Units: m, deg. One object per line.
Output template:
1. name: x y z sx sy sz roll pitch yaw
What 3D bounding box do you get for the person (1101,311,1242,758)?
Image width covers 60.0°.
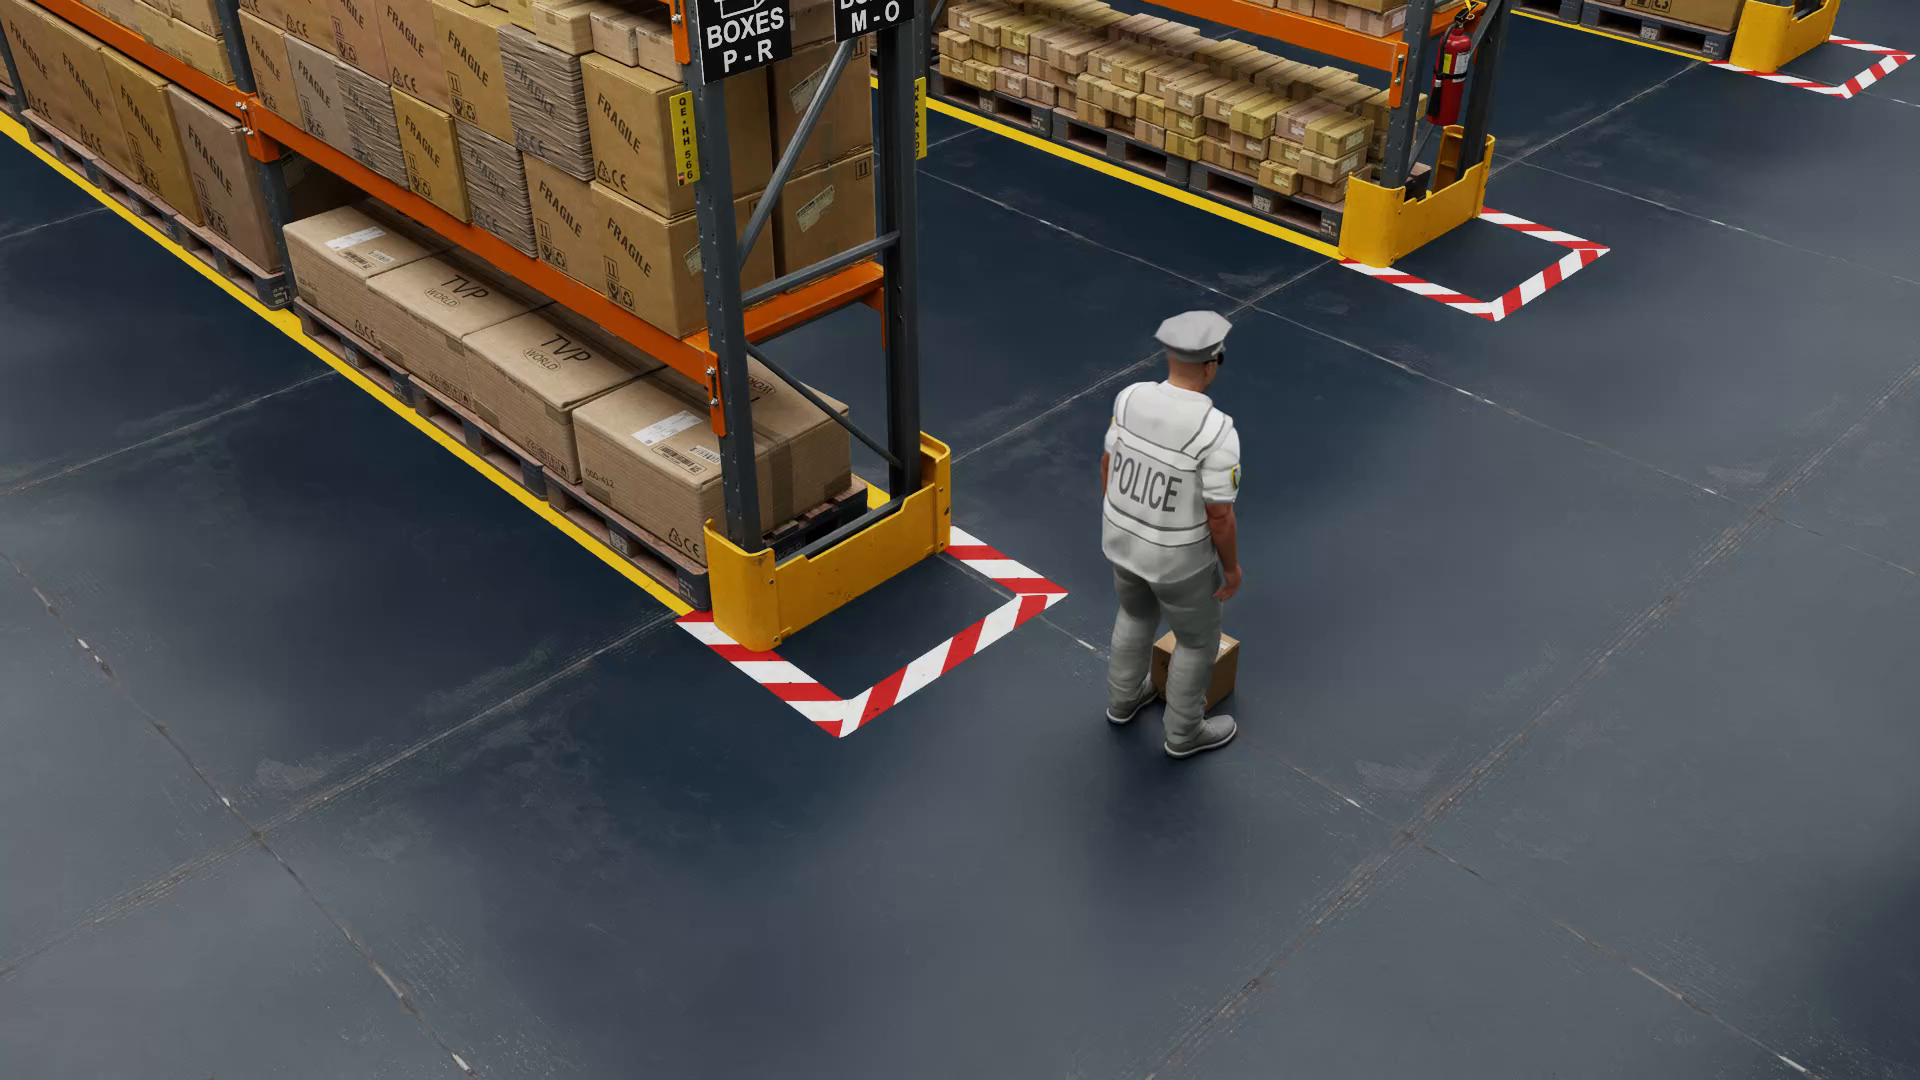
1. person: 0.762 0.017 6.117 0.590 1.745 0.435 29 45 35
